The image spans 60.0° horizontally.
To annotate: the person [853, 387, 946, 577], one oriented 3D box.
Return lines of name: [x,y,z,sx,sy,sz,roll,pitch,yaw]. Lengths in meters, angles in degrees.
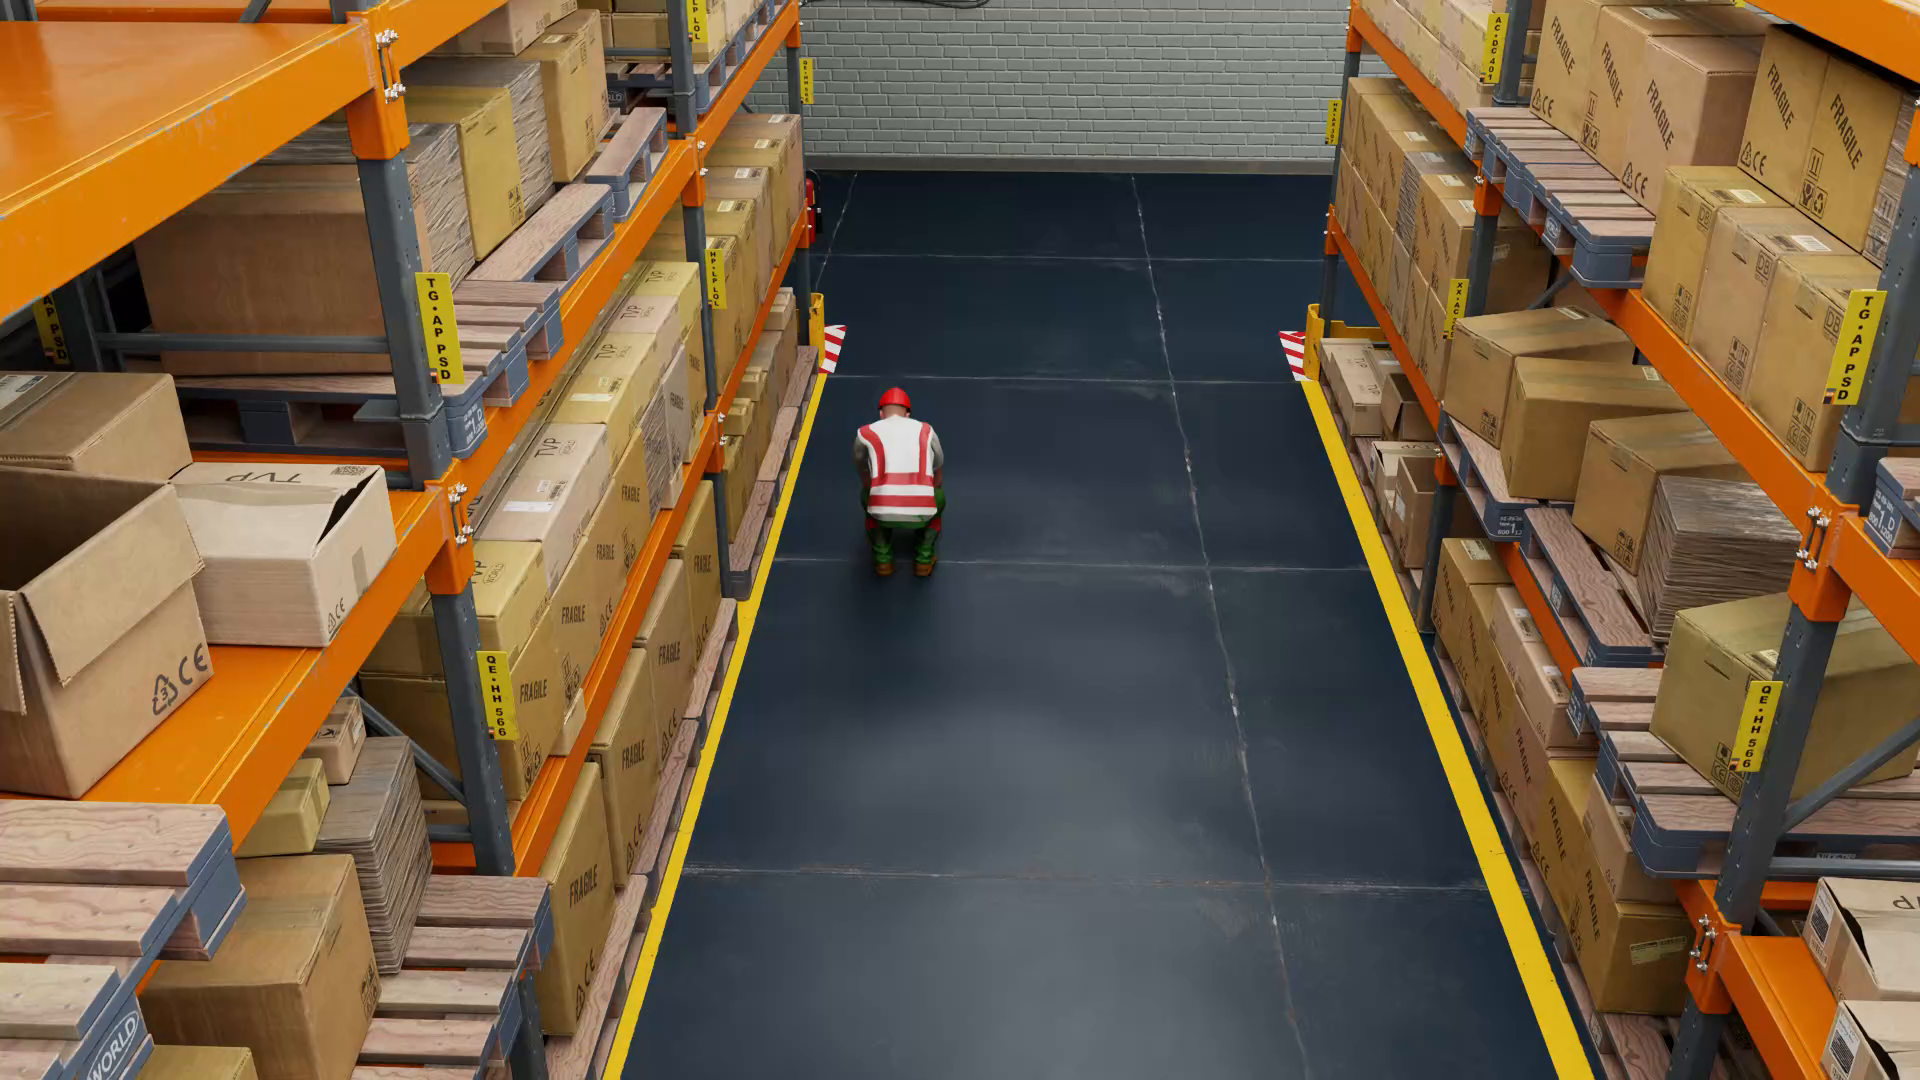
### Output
person: [-0.368,-0.341,10.092,0.568,1.006,0.884,1,28,2]
